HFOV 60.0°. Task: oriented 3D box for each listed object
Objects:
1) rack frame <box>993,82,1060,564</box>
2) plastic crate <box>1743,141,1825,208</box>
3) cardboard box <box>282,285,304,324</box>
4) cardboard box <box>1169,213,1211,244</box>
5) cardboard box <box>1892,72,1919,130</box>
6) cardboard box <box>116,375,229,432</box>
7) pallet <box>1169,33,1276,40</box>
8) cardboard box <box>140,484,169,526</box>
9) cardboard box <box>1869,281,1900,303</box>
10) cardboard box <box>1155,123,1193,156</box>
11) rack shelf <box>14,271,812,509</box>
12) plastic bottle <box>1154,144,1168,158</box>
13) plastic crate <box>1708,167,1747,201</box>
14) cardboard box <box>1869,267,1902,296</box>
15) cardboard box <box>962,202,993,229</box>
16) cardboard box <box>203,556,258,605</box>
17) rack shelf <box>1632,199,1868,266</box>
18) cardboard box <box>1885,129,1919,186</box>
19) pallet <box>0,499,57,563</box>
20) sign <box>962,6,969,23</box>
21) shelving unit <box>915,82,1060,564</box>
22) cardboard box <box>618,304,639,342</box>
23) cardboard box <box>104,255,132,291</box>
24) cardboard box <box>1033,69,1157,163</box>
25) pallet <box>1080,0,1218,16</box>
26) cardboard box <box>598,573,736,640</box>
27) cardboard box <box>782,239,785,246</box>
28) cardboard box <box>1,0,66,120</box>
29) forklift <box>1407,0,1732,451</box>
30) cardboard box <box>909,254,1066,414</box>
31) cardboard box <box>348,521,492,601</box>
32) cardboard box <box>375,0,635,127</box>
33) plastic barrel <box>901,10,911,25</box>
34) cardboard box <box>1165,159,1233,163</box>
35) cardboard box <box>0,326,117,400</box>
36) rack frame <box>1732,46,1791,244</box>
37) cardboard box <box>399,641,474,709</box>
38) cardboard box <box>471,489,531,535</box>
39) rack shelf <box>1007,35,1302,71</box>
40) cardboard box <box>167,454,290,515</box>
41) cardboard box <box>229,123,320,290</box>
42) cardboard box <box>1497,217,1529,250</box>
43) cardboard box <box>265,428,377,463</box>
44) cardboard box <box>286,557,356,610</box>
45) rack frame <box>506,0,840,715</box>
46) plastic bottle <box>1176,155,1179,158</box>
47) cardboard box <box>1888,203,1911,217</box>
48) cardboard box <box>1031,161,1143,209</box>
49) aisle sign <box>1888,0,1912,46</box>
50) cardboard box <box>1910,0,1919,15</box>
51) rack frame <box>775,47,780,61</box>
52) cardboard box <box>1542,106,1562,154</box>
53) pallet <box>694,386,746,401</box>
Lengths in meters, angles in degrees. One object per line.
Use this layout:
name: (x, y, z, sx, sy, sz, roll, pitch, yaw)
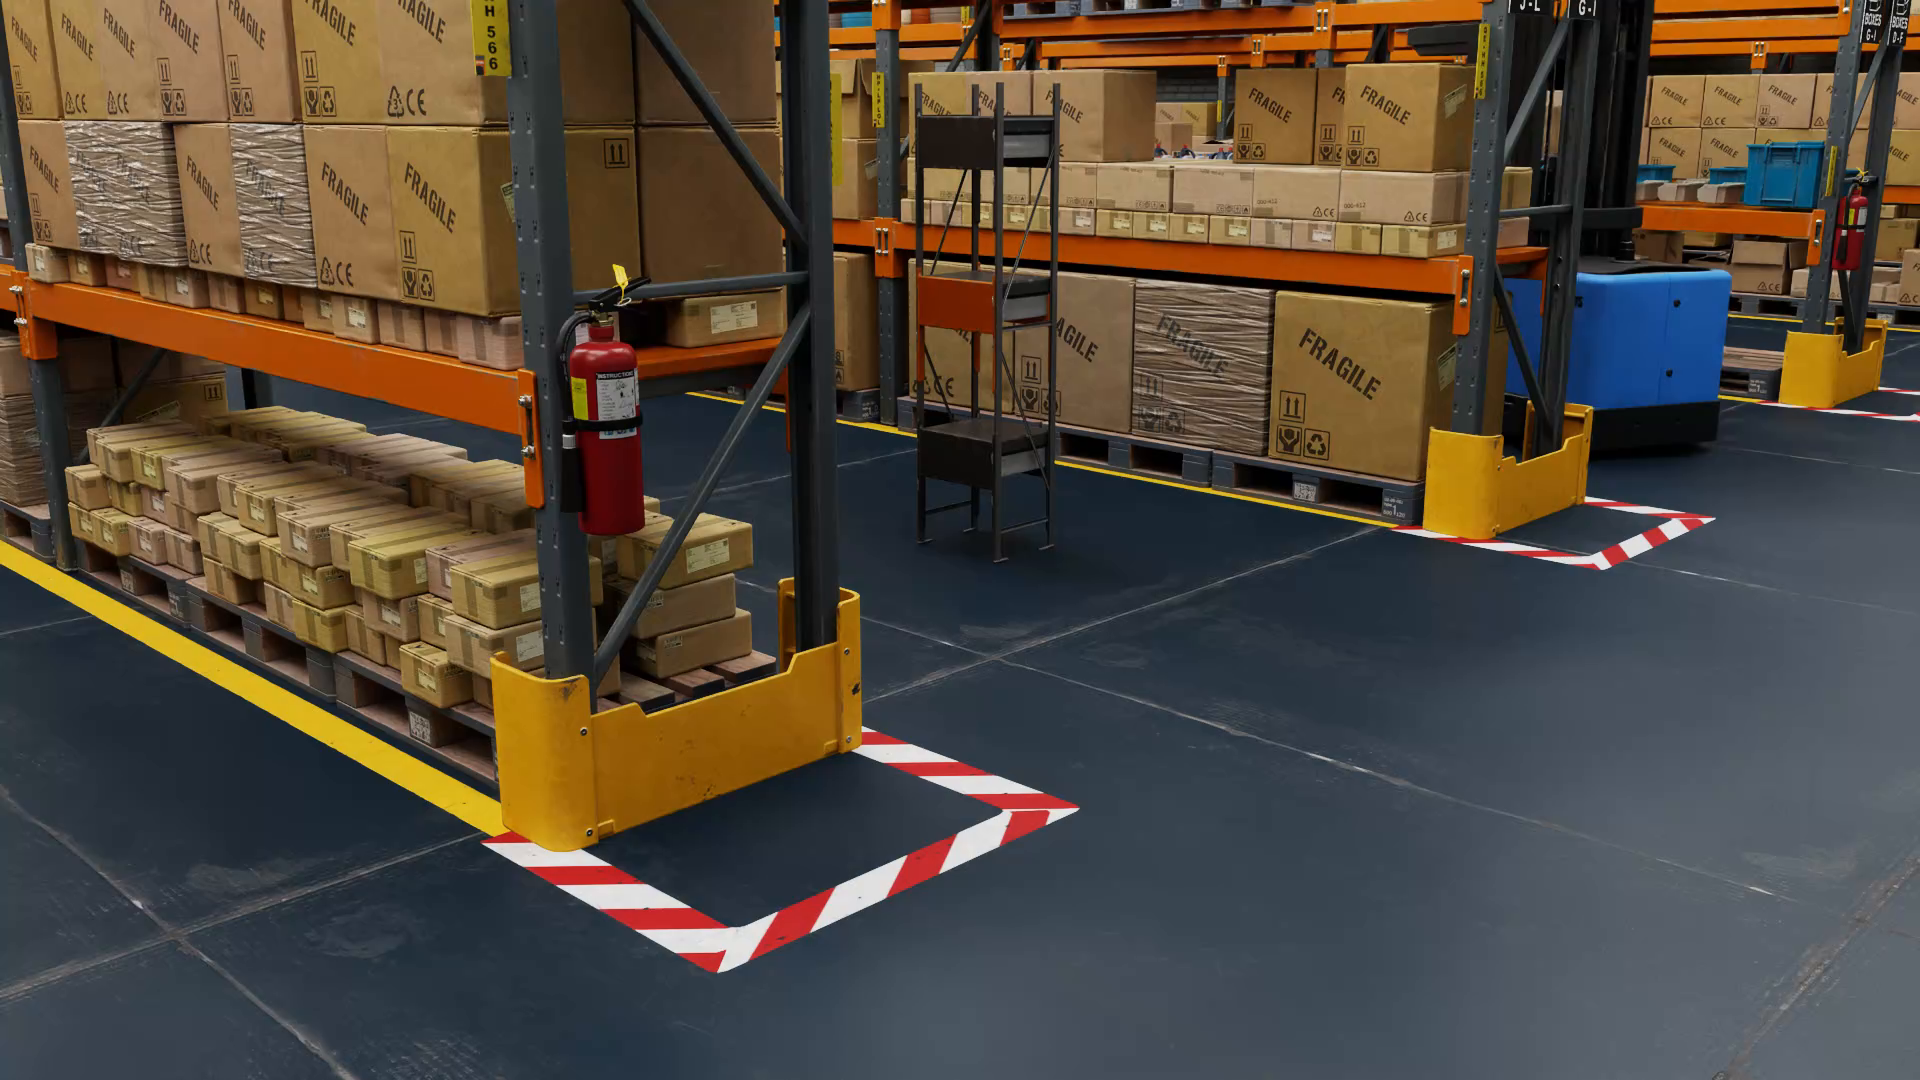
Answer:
rack frame: (0.295, -0.944, 7.392, 0.015, 2.100, 0.400, 14, 20, 42)
plastic crate: (5.817, -2.554, 11.596, 0.499, 0.435, 0.616, 14, 20, 42)
cardboard box: (-2.063, -0.827, 5.656, 0.250, 0.149, 0.380, 13, 19, 40)
cardboard box: (1.341, -1.689, 8.963, 0.250, 0.149, 0.380, 14, 20, 42)
cardboard box: (8.753, -4.030, 15.269, 0.500, 0.500, 0.500, -14, 20, -43)
cardboard box: (-3.993, -0.573, 8.306, 0.500, 0.500, 0.500, -14, 20, -42)
pallet: (3.319, -6.244, 20.374, 1.213, 0.211, 1.003, -13, 20, -42)
cardboard box: (-3.162, -0.184, 6.919, 0.250, 0.149, 0.380, 14, 20, 42)
cardboard box: (8.837, -2.361, 15.792, 0.250, 0.166, 0.380, 14, 20, 42)
cardboard box: (2.650, -5.121, 21.438, 0.500, 0.500, 0.500, 12, 19, 39)
rack shelf: (-2.206, -0.704, 6.110, 4.000, 0.370, 1.077, 14, 20, 42)
plastic bottle: (1.924, -3.631, 16.015, 0.185, 0.351, 0.144, 14, 20, 42)
plastic crate: (5.764, -2.649, 12.364, 0.300, 0.233, 0.416, 14, 20, 42)
cardboard box: (9.074, -2.498, 16.151, 0.500, 0.250, 0.500, 14, 20, 42)
cardboard box: (0.231, -1.959, 9.998, 0.380, 0.149, 0.250, -14, 20, -42)
cardboard box: (-2.644, 0.116, 6.357, 0.250, 0.149, 0.380, 13, 19, 41)
rack shelf: (4.748, -2.485, 12.948, 4.000, 0.370, 1.077, 14, 20, 42)
cardboard box: (8.741, -3.549, 15.406, 0.500, 0.500, 0.500, 14, 20, 43)
pallet: (-4.207, -0.188, 8.236, 1.213, 0.211, 1.003, 14, 20, 42)
sign: (0.052, -5.183, 16.134, 0.005, 0.325, 0.100, 14, 20, 42)
shelving unit: (0.119, -0.987, 7.556, 0.503, 2.100, 0.431, 14, 20, 42)
cardboard box: (-0.983, -0.733, 5.296, 0.380, 0.149, 0.250, -14, 20, -42)
cardboard box: (-3.203, -1.102, 6.712, 0.250, 0.149, 0.380, 13, 19, 40)
cardboard box: (0.764, -2.410, 9.455, 0.500, 0.500, 0.500, 13, 19, 40)
pallet: (1.857, -4.861, 15.064, 1.213, 0.211, 1.003, 14, 20, 42)
cardboard box: (-0.965, 0.192, 5.476, 0.380, 0.149, 0.250, -14, 20, -42)
cardboard box: (-1.248, -1.724, 11.980, 0.875, 0.875, 1.225, 13, 19, 40)
cardboard box: (-3.490, -1.955, 6.714, 0.500, 0.500, 0.500, -14, 20, -43)
forklift: (3.550, -2.260, 10.792, 1.130, 2.935, 3.031, -5, 16, -20)
cardboard box: (0.290, -1.329, 10.466, 0.875, 0.875, 0.875, 14, 20, 42)
cardboard box: (-1.738, 0.064, 5.381, 0.250, 0.149, 0.380, 13, 20, 41)
cardboard box: (-1.268, -1.413, 4.634, 0.500, 0.500, 0.500, 13, 20, 41)
plastic barrel: (-0.649, -5.448, 17.218, 0.301, 0.262, 0.301, 0, 15, 0)
cardboard box: (1.474, -2.057, 9.586, 0.500, 0.250, 0.500, 13, 20, 41)
cardboard box: (-4.357, -0.843, 7.854, 0.500, 0.250, 0.500, 13, 19, 41)
rack frame: (10.185, -4.982, 21.102, 0.127, 3.000, 1.000, 14, 20, 42)
cardboard box: (-1.545, 0.394, 5.293, 0.380, 0.149, 0.250, -14, 20, -42)
cardboard box: (-1.518, -0.089, 5.965, 0.250, 0.149, 0.380, 12, 19, 40)
rack shelf: (2.430, -6.235, 21.391, 4.000, 0.370, 1.077, 14, 20, 42)
cardboard box: (-2.838, -0.220, 6.469, 0.380, 0.149, 0.250, -14, 20, -43)
cardboard box: (-2.007, -1.104, 5.432, 0.500, 0.500, 0.500, 14, 20, 42)
cardboard box: (2.723, -1.585, 8.563, 0.250, 0.149, 0.380, 14, 20, 43)
cardboard box: (-2.680, -0.359, 7.002, 0.380, 0.149, 0.250, -14, 20, -42)
cardboard box: (-2.101, 0.111, 5.787, 0.250, 0.149, 0.380, 14, 20, 43)
rack frame: (-0.766, -0.702, 4.676, 0.127, 3.000, 1.000, 14, 20, 42)
plastic bottle: (1.983, -3.374, 15.186, 0.097, 0.271, 0.097, 0, 15, 0)
cardboard box: (11.437, -4.019, 20.245, 0.250, 0.149, 0.380, 14, 20, 43)
cardboard box: (0.758, -2.048, 9.552, 0.500, 0.250, 0.500, -14, 20, -43)
aisle sign: (6.445, -3.783, 11.344, 0.004, 0.787, 0.394, 14, 20, 42)
cardboard box: (8.723, -4.892, 15.107, 0.500, 0.250, 0.500, 14, 20, 42)
rack frame: (-2.451, -4.583, 19.574, 0.127, 3.000, 1.000, 14, 20, 42)
cardboard box: (6.563, -4.457, 18.057, 0.500, 0.500, 0.700, 7, 16, 24)
pallet: (-1.620, -1.270, 12.387, 1.213, 0.211, 1.003, 14, 20, 42)
